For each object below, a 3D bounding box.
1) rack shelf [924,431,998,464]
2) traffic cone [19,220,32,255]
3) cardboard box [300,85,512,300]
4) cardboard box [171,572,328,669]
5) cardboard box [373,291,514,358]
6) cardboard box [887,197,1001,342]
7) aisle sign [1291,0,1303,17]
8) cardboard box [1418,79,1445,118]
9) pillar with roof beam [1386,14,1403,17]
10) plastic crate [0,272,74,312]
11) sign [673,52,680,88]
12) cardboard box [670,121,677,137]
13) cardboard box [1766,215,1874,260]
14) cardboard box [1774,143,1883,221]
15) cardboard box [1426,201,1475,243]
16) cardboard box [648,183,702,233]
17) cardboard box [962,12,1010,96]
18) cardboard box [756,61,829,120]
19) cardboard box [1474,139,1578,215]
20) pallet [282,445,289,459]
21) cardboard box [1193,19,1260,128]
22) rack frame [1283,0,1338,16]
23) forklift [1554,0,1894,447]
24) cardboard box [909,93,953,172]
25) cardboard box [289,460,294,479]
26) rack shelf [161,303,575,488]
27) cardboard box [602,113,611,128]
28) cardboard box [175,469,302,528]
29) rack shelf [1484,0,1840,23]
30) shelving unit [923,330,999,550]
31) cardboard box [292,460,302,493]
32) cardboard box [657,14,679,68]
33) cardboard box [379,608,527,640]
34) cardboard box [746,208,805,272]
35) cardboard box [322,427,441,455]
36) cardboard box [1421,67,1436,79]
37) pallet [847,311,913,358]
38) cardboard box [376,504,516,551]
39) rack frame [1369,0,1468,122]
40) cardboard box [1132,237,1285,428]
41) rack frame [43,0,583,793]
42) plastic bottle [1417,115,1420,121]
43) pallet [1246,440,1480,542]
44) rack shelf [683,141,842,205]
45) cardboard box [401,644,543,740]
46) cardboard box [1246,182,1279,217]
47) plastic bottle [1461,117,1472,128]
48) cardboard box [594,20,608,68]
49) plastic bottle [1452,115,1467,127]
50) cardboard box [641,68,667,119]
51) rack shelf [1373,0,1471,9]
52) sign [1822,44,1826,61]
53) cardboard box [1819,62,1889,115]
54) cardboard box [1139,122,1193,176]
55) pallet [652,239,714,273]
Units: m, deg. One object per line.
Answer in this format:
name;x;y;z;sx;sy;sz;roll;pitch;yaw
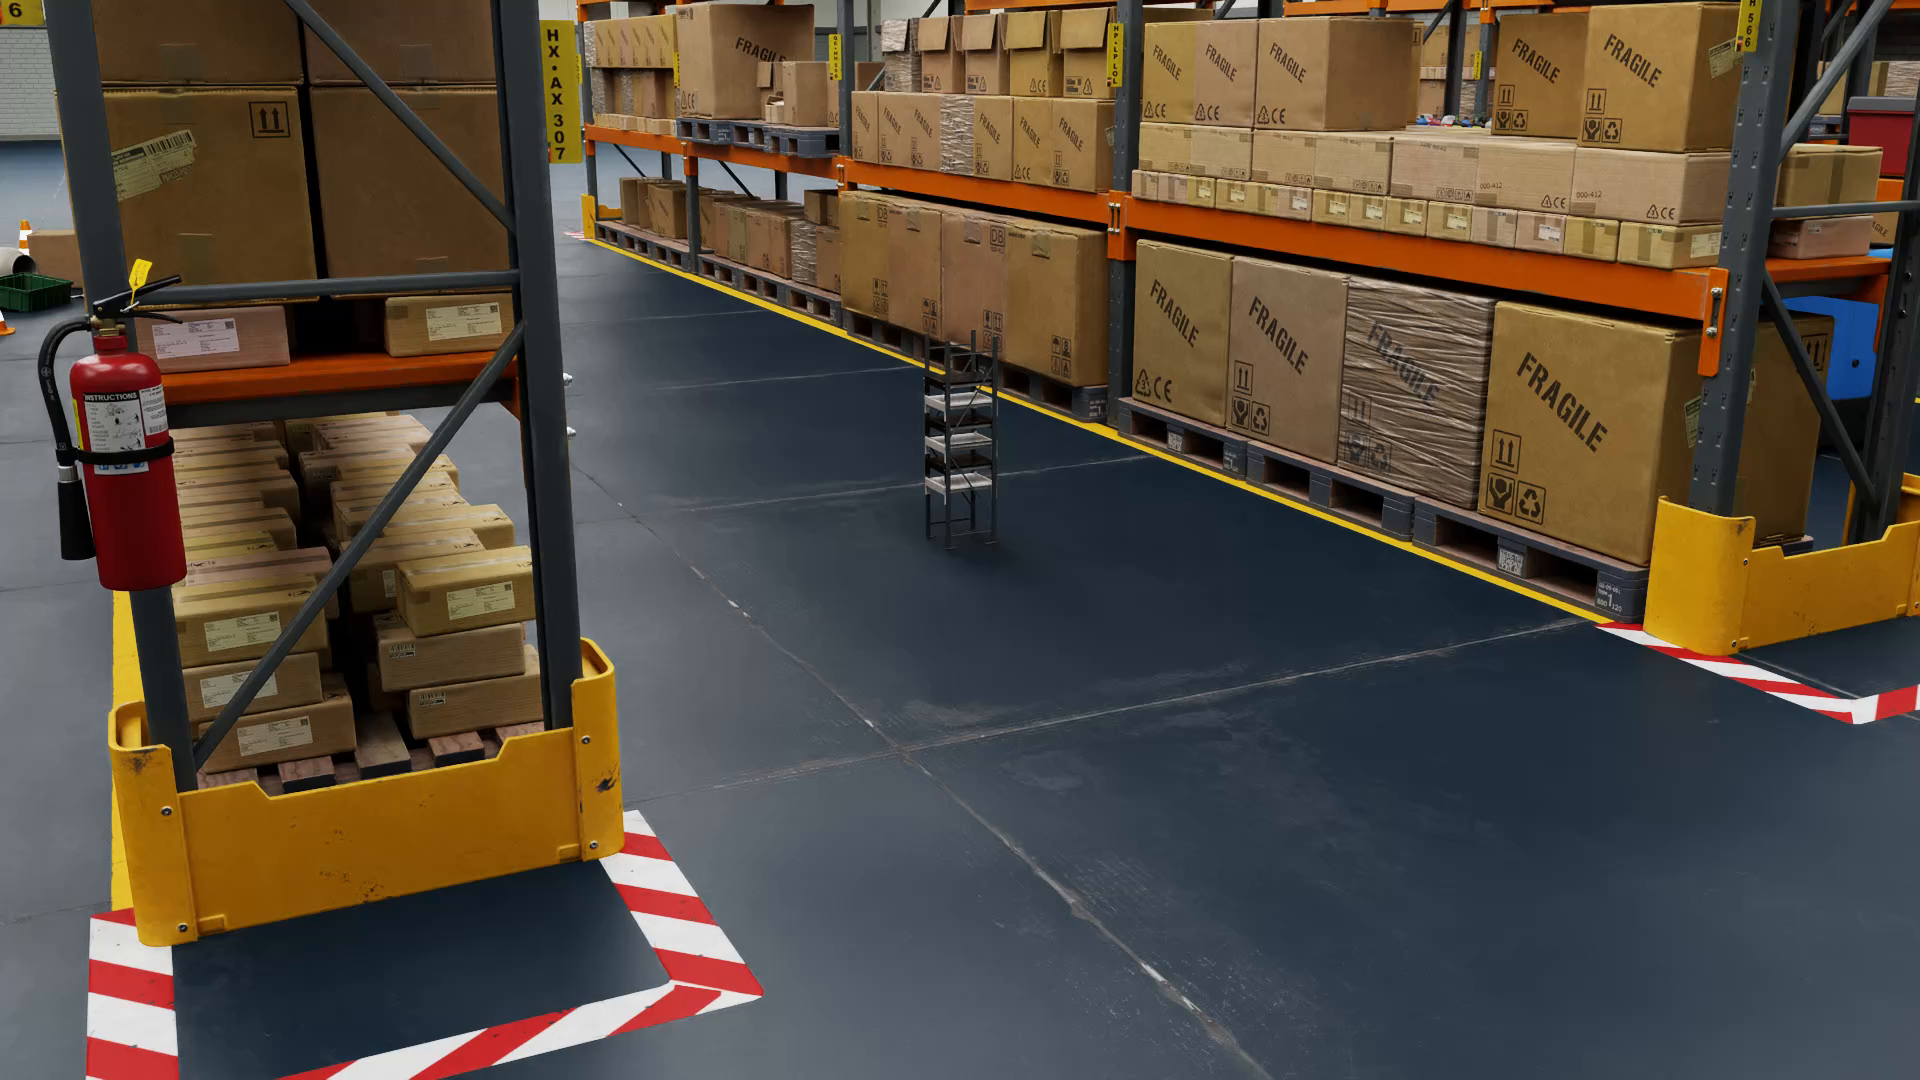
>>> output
rack shelf;0.004;-0.398;7.129;0.258;0.077;0.200;-8;18;-25
traffic cone;-9.489;-3.017;16.923;0.336;0.463;0.334;-8;18;-25
cardboard box;-1.384;-0.908;4.255;0.500;0.500;0.500;-7;17;-22
cardboard box;-1.896;0.210;4.409;0.380;0.149;0.250;-7;18;-24
cardboard box;-1.283;-0.571;4.258;0.380;0.149;0.250;-8;18;-25
cardboard box;0.229;-1.915;11.576;1.225;0.875;0.875;-8;18;-25
aisle sign;4.660;-7.539;23.369;0.394;0.787;0.004;-8;18;-25
cardboard box;6.280;-5.605;21.164;0.700;0.500;0.500;-8;18;-25
pillar with roof beam;4.001;-10.691;28.193;9.100;9.000;0.400;-8;18;-25
plastic crate;-7.947;-2.108;14.153;0.450;0.188;0.662;11;16;1
sign;-2.675;-4.470;15.821;0.100;0.325;0.005;-8;18;-25
cardboard box;-2.650;-4.082;16.492;0.380;0.149;0.250;-8;18;-25
cardboard box;3.208;-1.153;6.287;0.380;0.149;0.250;-7;18;-24
cardboard box;3.099;-1.369;6.315;0.500;0.250;0.500;-8;18;-26
cardboard box;2.166;-1.327;6.892;0.380;0.149;0.250;-8;18;-26
cardboard box;-3.134;-3.655;18.321;0.500;0.500;0.500;-6;17;-20
cardboard box;0.451;-3.149;10.788;0.797;0.503;0.637;-7;17;-23
cardboard box;-1.348;-3.955;14.644;0.797;0.503;0.637;-6;17;-19
cardboard box;2.394;-1.431;6.532;0.500;0.250;0.500;-8;18;-26
pallet;-3.531;-0.416;8.318;1.003;0.211;1.213;-8;18;-25
cardboard box;1.503;-2.297;8.189;0.500;0.500;0.500;-8;18;-25
rack frame;4.964;-6.310;23.800;1.000;3.000;0.127;-8;18;-25
forklift;4.042;-2.228;9.702;1.130;2.935;3.031;-6;17;-21
cardboard box;-0.014;-2.770;11.285;0.500;0.500;0.500;-8;18;-26
cardboard box;-2.672;-0.265;7.142;0.380;0.149;0.250;-7;17;-23
rack shelf;-2.312;-0.722;5.633;1.077;0.370;4.000;-8;18;-25
cardboard box;-3.844;-4.765;18.873;0.380;0.149;0.250;-8;18;-25
cardboard box;-2.422;-0.119;5.555;0.380;0.149;0.250;-8;18;-27
rack shelf;7.593;-5.918;18.301;1.077;0.370;4.000;-8;18;-25
shelving unit;0.004;-0.431;7.120;0.258;0.900;0.210;-8;18;-25
cardboard box;-2.480;-0.295;6.707;0.380;0.149;0.250;-7;18;-24
cardboard box;-2.635;-4.872;16.256;0.500;0.500;0.500;-8;18;-25
cardboard box;-1.504;0.218;4.921;0.380;0.149;0.250;-8;18;-25
cardboard box;-1.503;-2.718;15.017;0.700;0.500;0.500;-9;19;-30
cardboard box;-2.161;-0.310;6.221;0.380;0.149;0.250;-8;18;-27
cardboard box;6.065;-5.910;21.051;0.380;0.149;0.250;-8;18;-25
pallet;-0.160;-1.585;12.391;1.003;0.211;1.213;-8;18;-25
cardboard box;-1.584;0.008;5.114;0.380;0.149;0.250;-8;18;-25
rack frame;4.014;-3.728;14.805;1.000;3.000;0.127;-8;18;-25
cardboard box;1.532;-1.145;8.894;0.875;0.875;0.875;-8;18;-25
rack frame;-1.436;-0.572;3.806;1.000;3.000;0.127;-8;18;-25
plastic bottle;3.913;-3.522;14.312;0.152;0.276;0.135;-8;18;-25
pallet;2.116;-0.297;7.902;1.003;0.211;1.213;-8;18;-25
rack shelf;-1.314;-3.280;14.547;1.077;0.370;4.000;-8;18;-25
cardboard box;-1.378;0.428;4.728;0.380;0.149;0.250;-7;18;-24
cardboard box;1.605;-1.645;8.000;0.380;0.149;0.250;-8;18;-26
plastic bottle;4.197;-3.381;13.827;0.097;0.271;0.097;0;16;0
cardboard box;-3.734;-5.491;18.414;0.500;0.500;0.500;-8;18;-25
plastic bottle;4.134;-3.372;13.776;0.061;0.283;0.133;-8;18;-25
cardboard box;-2.829;-4.672;17.372;0.875;0.500;0.500;-8;18;-25
rack shelf;4.891;-4.328;12.762;1.077;0.370;4.000;-8;18;-25
sign;11.665;-6.542;22.510;0.100;0.325;0.005;-8;18;-25
cardboard box;8.846;-4.433;16.319;0.500;0.500;0.700;15;22;42
cardboard box;1.285;-2.061;8.726;0.500;0.250;0.500;-8;18;-26
pallet;-2.516;-2.944;17.126;1.003;0.211;1.213;-8;18;-25
